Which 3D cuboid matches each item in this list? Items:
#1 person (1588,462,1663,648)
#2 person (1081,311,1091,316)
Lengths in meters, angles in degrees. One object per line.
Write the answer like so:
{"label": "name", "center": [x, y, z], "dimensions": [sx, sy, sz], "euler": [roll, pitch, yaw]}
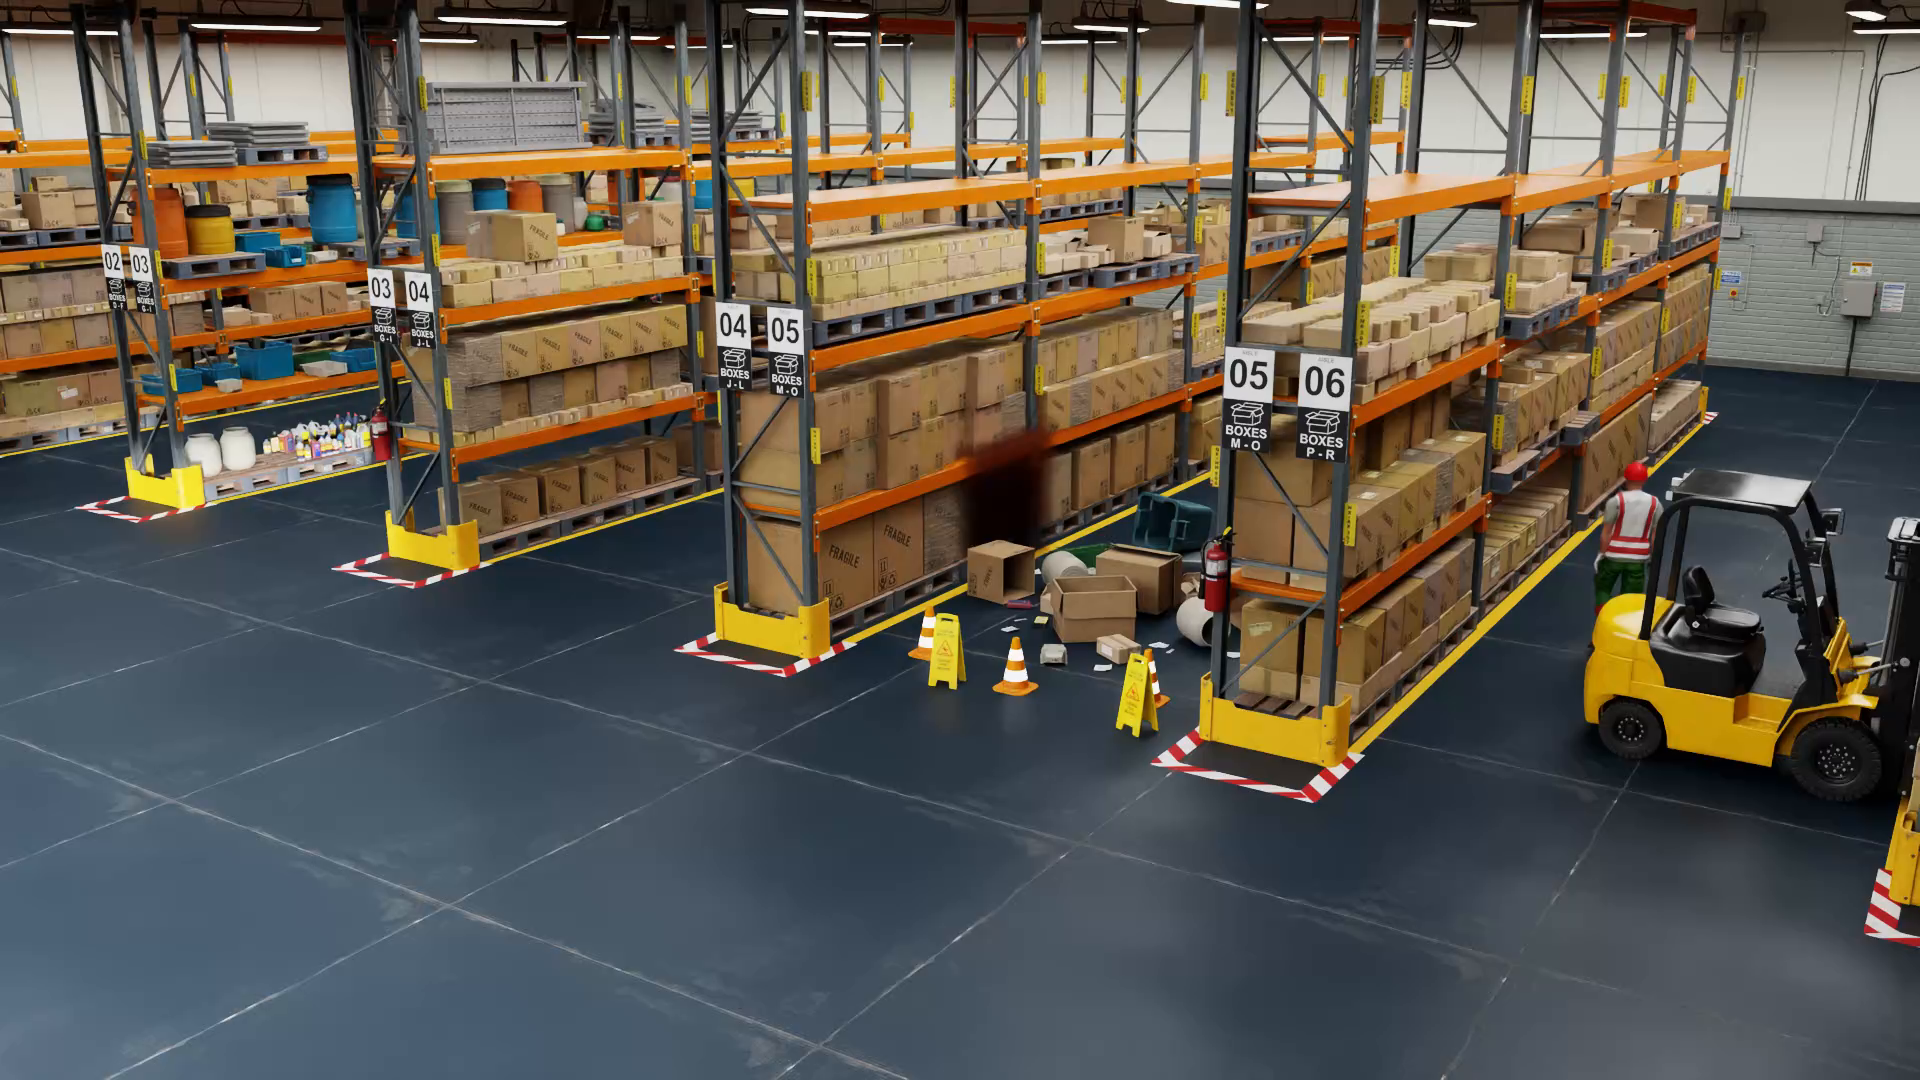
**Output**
{"label": "person", "center": [6.119, 0.174, 15.278], "dimensions": [0.579, 1.800, 0.425], "euler": [4, 16, 13]}
{"label": "person", "center": [1.938, -2.724, 25.827], "dimensions": [0.614, 1.661, 1.074], "euler": [11, 19, 34]}
